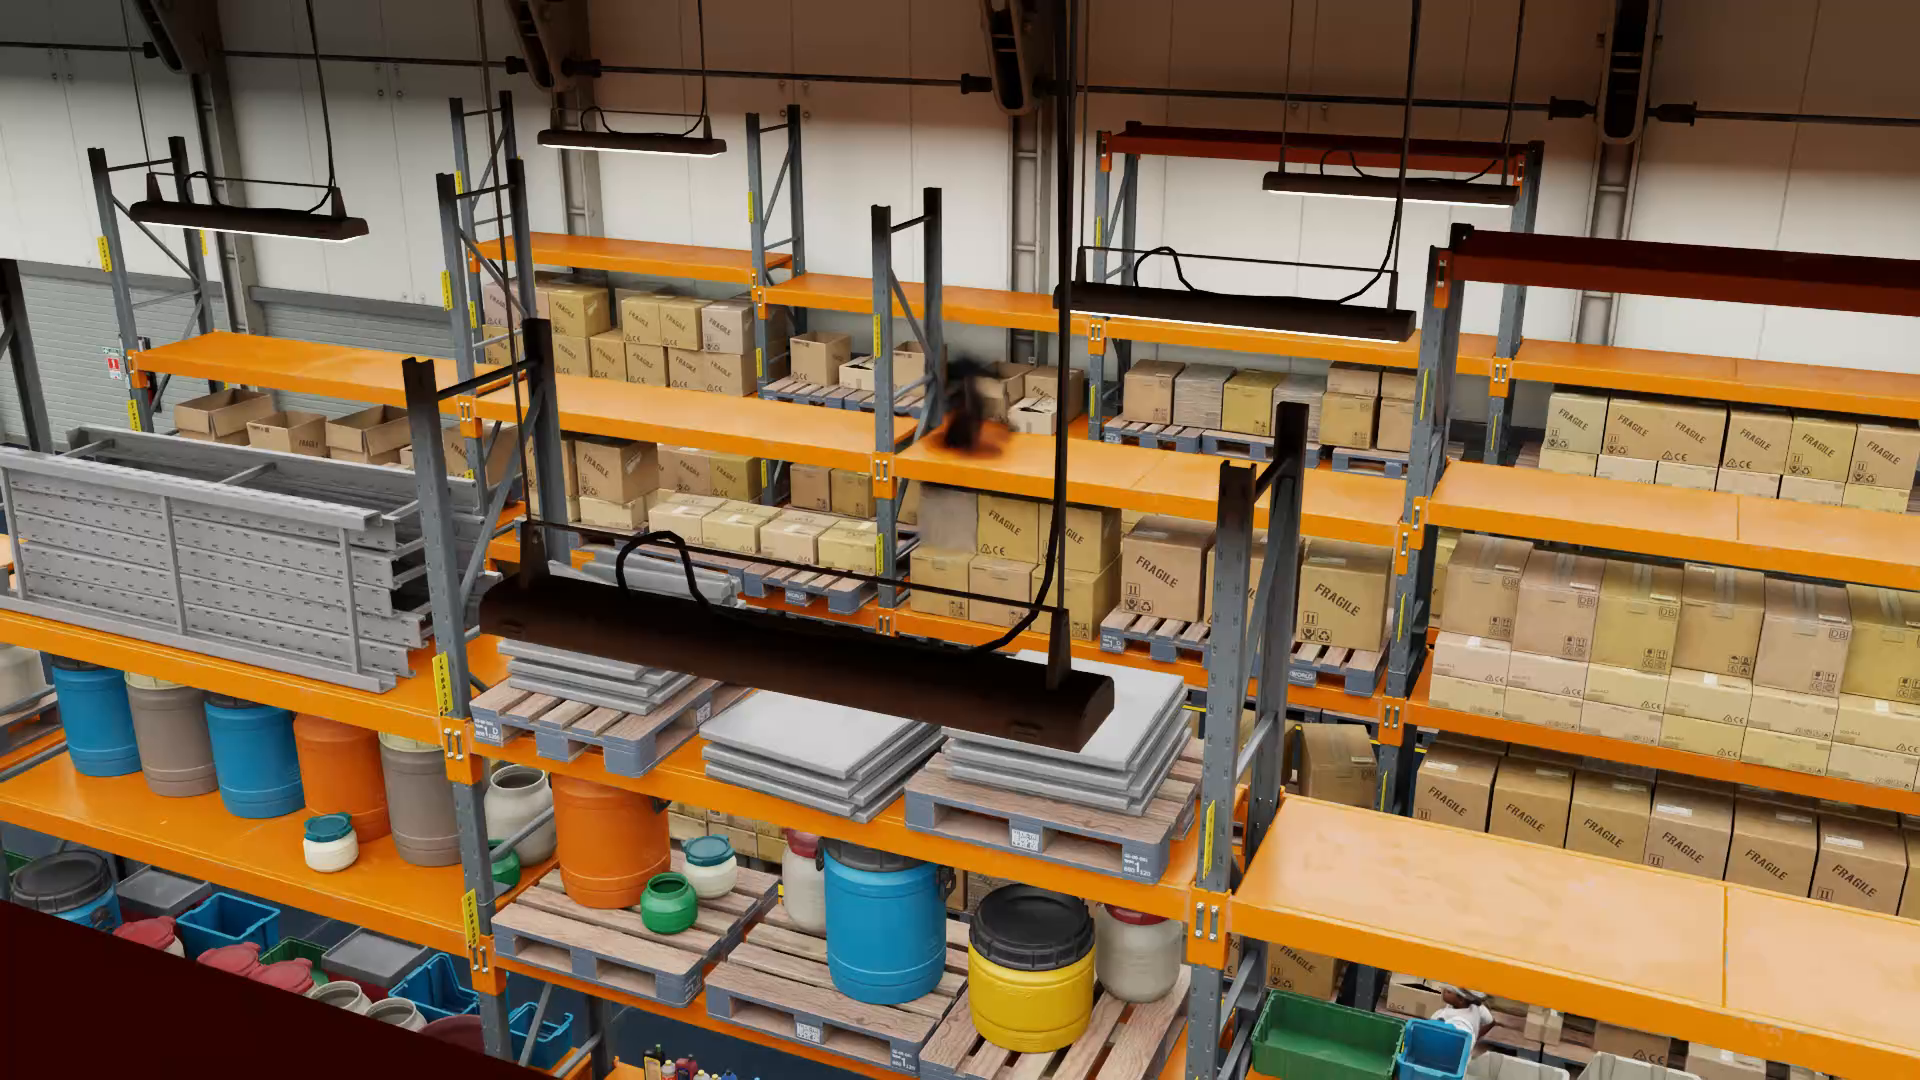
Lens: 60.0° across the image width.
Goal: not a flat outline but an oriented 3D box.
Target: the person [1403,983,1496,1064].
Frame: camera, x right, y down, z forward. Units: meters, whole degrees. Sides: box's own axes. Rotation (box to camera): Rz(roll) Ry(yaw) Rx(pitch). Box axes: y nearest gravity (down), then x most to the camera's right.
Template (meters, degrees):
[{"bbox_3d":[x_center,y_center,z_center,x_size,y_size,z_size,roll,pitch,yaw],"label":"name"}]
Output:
[{"bbox_3d":[3.192,3.517,10.848,0.916,1.694,0.572,6,21,16],"label":"person"}]
